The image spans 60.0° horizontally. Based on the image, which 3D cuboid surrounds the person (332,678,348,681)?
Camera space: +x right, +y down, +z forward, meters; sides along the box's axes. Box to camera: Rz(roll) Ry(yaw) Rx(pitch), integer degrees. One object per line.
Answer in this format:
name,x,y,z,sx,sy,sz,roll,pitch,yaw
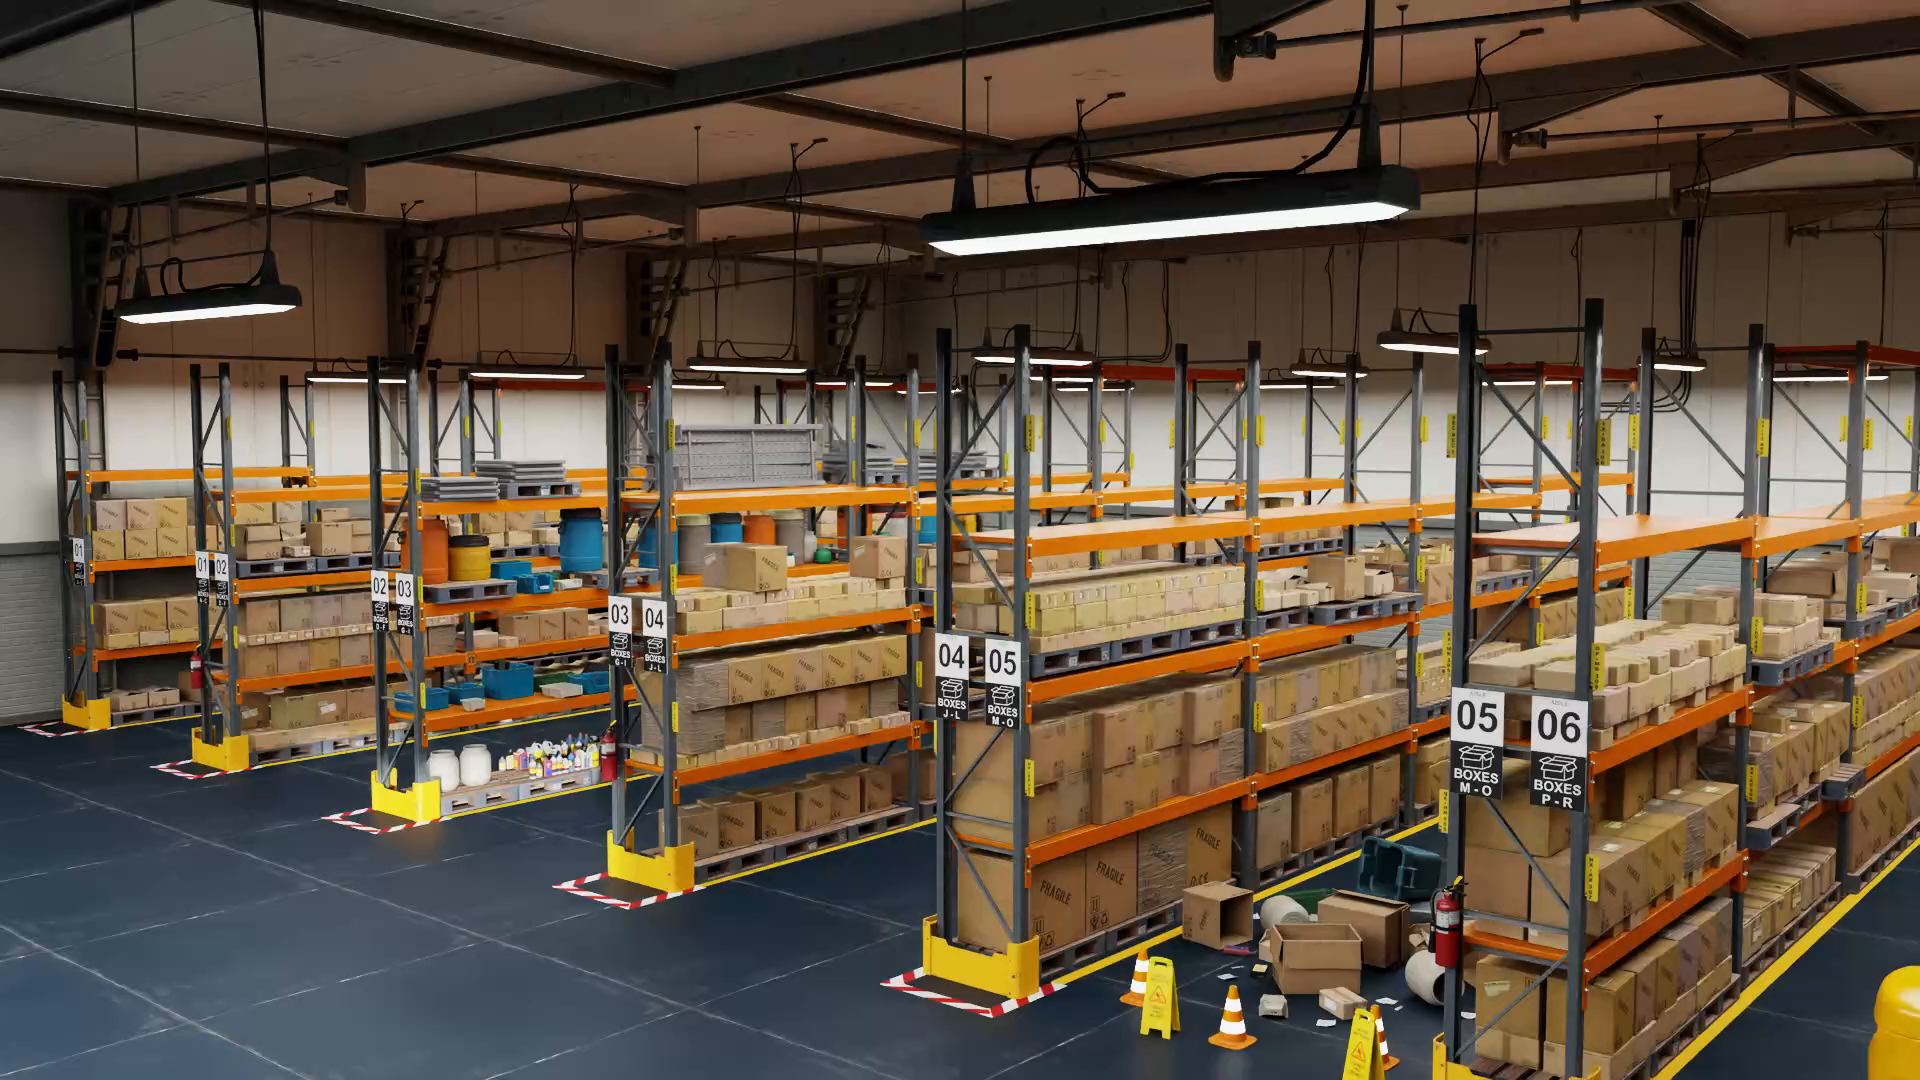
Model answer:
person,-10.522,2.284,28.367,0.676,1.705,0.770,3,5,39
